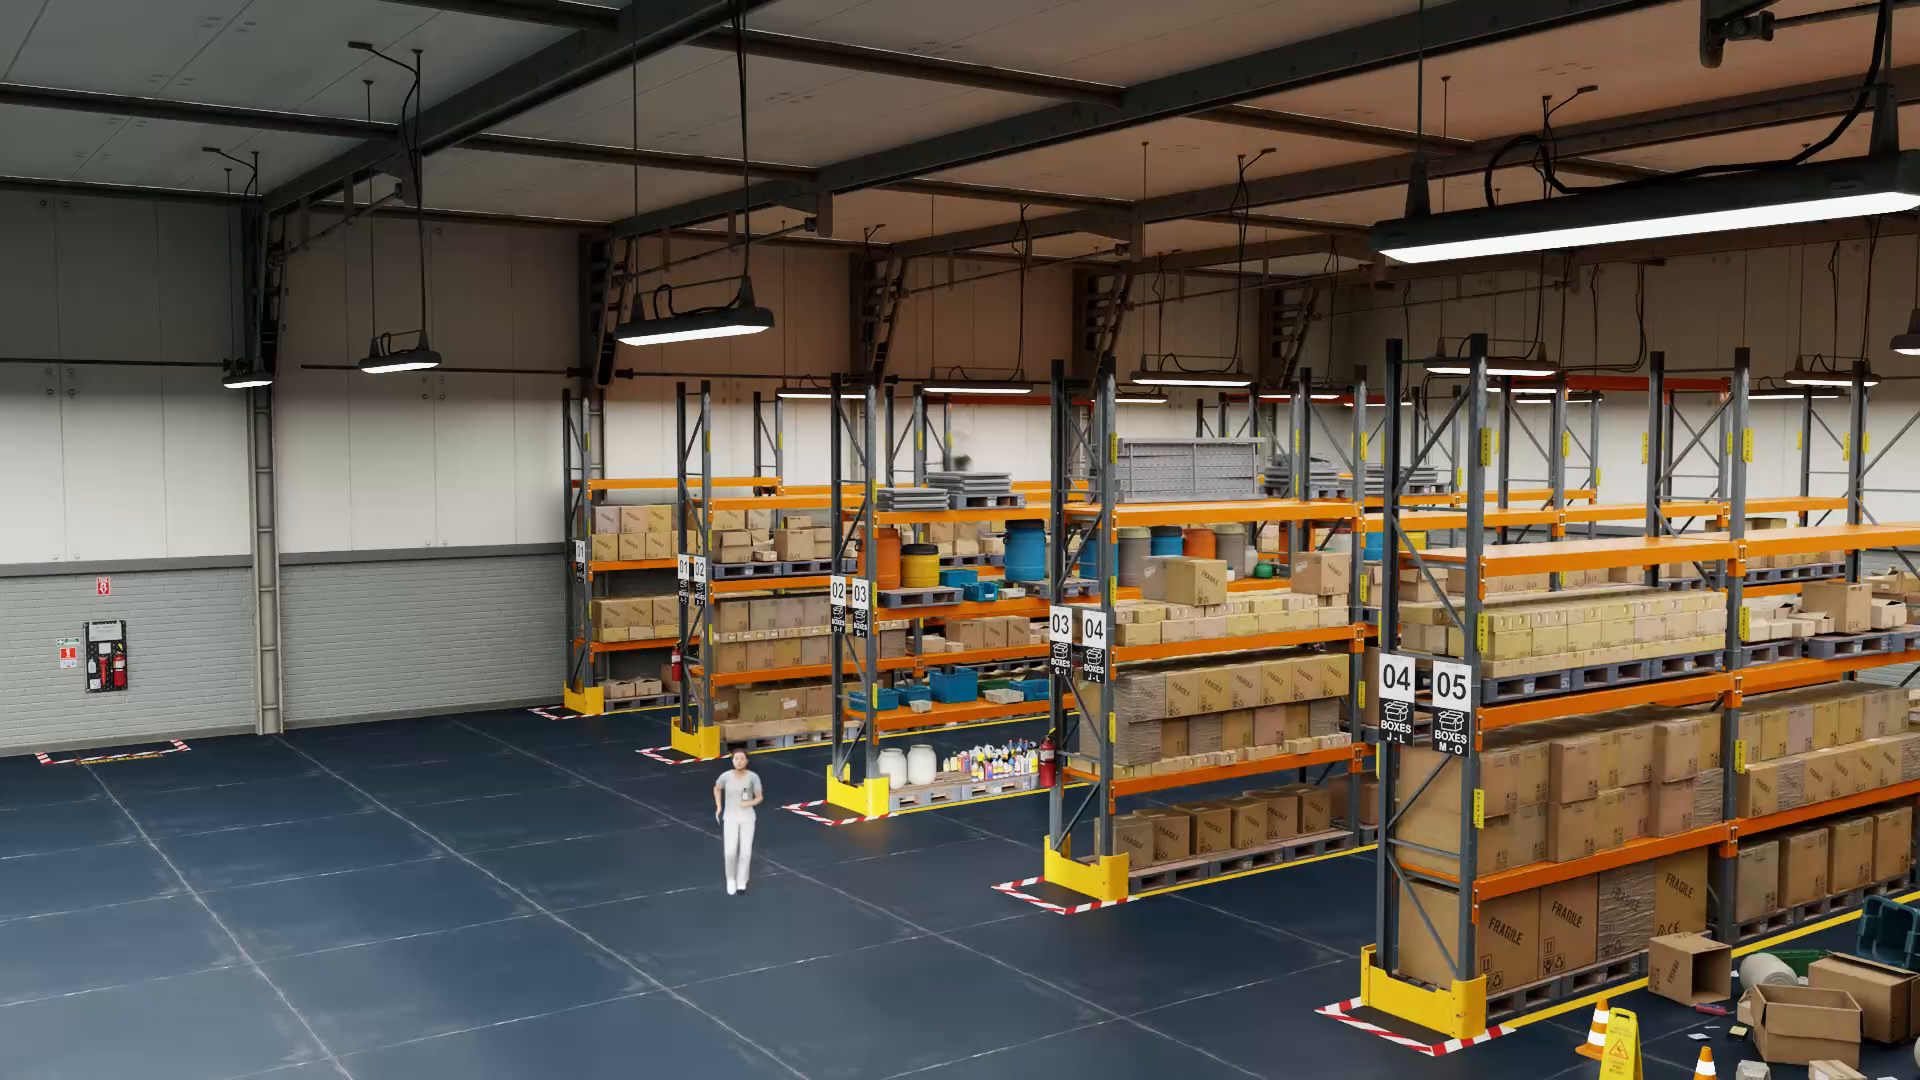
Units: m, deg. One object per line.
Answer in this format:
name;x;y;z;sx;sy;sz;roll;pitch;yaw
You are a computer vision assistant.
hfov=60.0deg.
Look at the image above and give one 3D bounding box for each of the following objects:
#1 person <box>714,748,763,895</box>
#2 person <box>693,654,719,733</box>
person;-2.468;3.136;18.521;0.545;1.638;0.641;0;4;-7
person;-4.271;2.403;28.770;0.708;1.772;1.000;3;5;43
